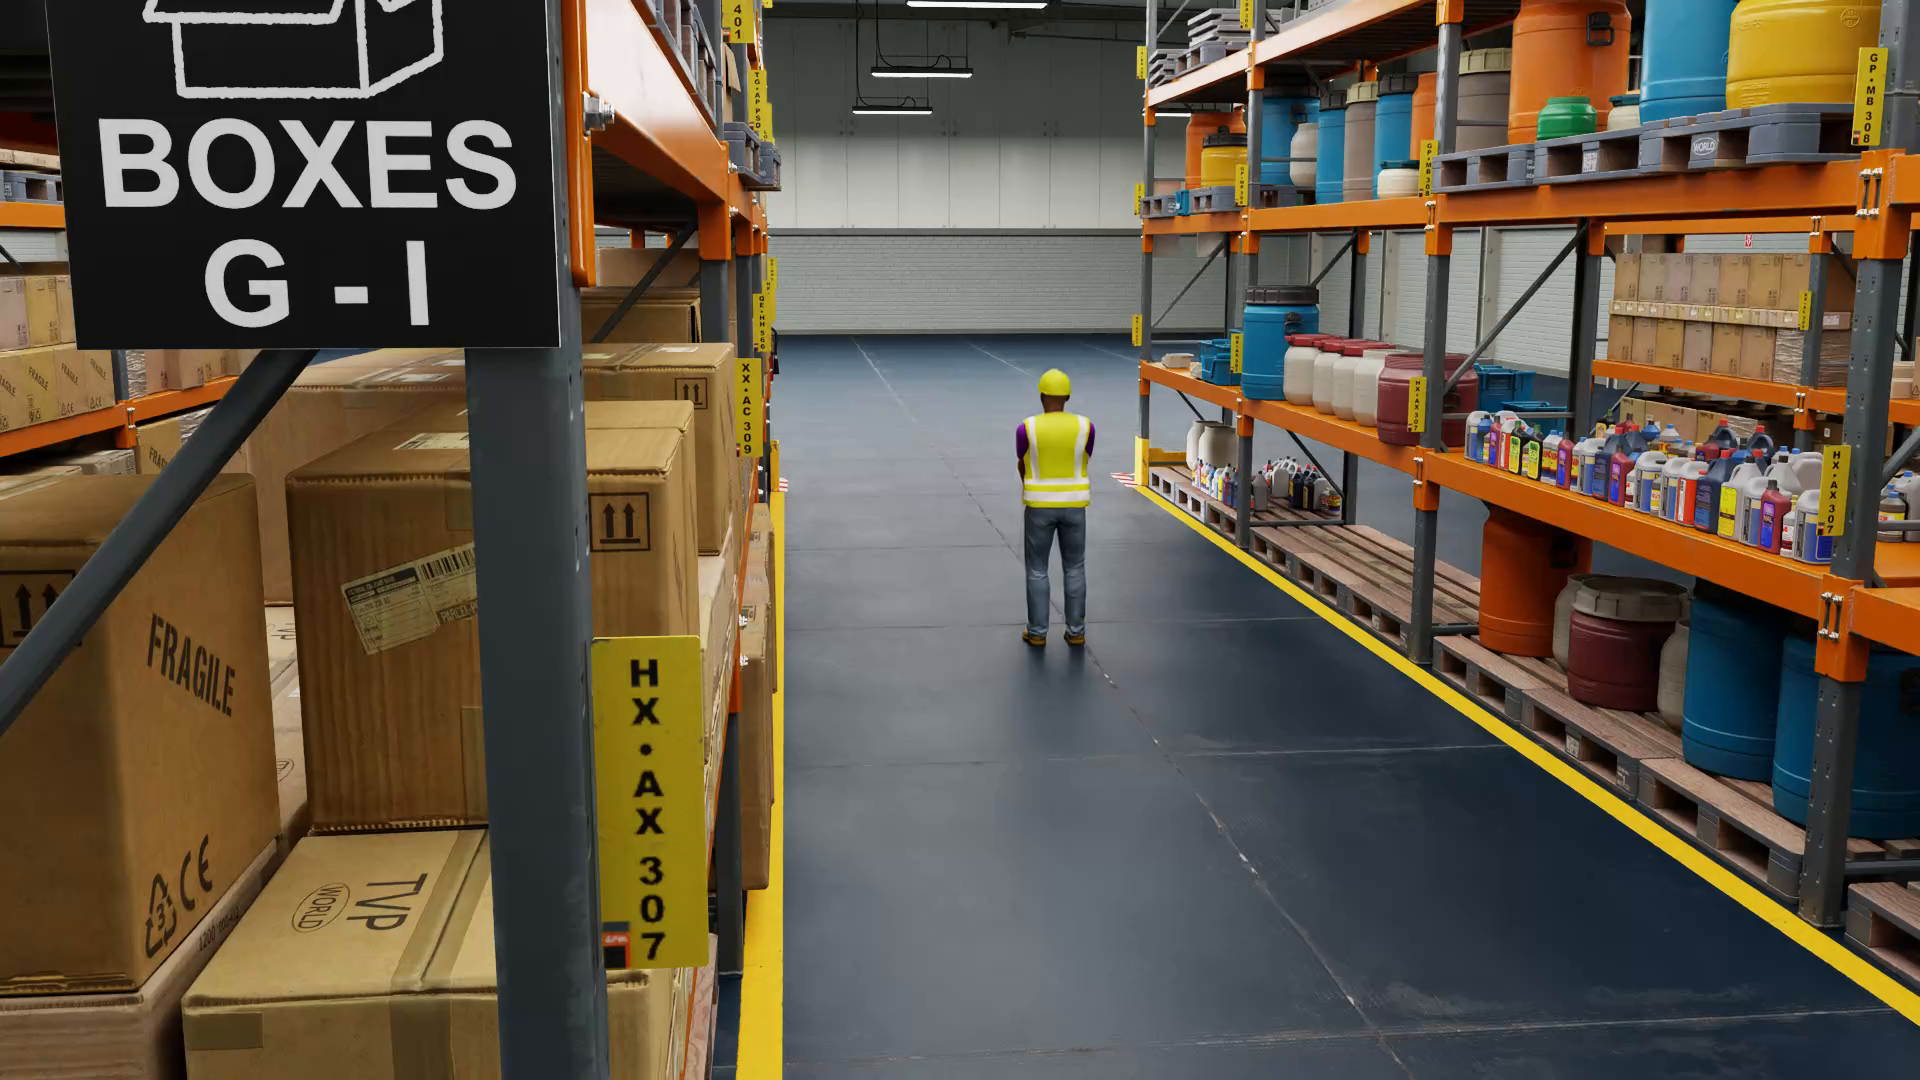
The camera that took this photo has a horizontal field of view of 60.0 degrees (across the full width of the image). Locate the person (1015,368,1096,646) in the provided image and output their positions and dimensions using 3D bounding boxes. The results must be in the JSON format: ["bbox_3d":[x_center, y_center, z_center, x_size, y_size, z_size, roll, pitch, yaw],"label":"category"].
[{"bbox_3d":[0.586,-0.224,10.632,0.503,1.760,0.577,-1,10,-5],"label":"person"}]
